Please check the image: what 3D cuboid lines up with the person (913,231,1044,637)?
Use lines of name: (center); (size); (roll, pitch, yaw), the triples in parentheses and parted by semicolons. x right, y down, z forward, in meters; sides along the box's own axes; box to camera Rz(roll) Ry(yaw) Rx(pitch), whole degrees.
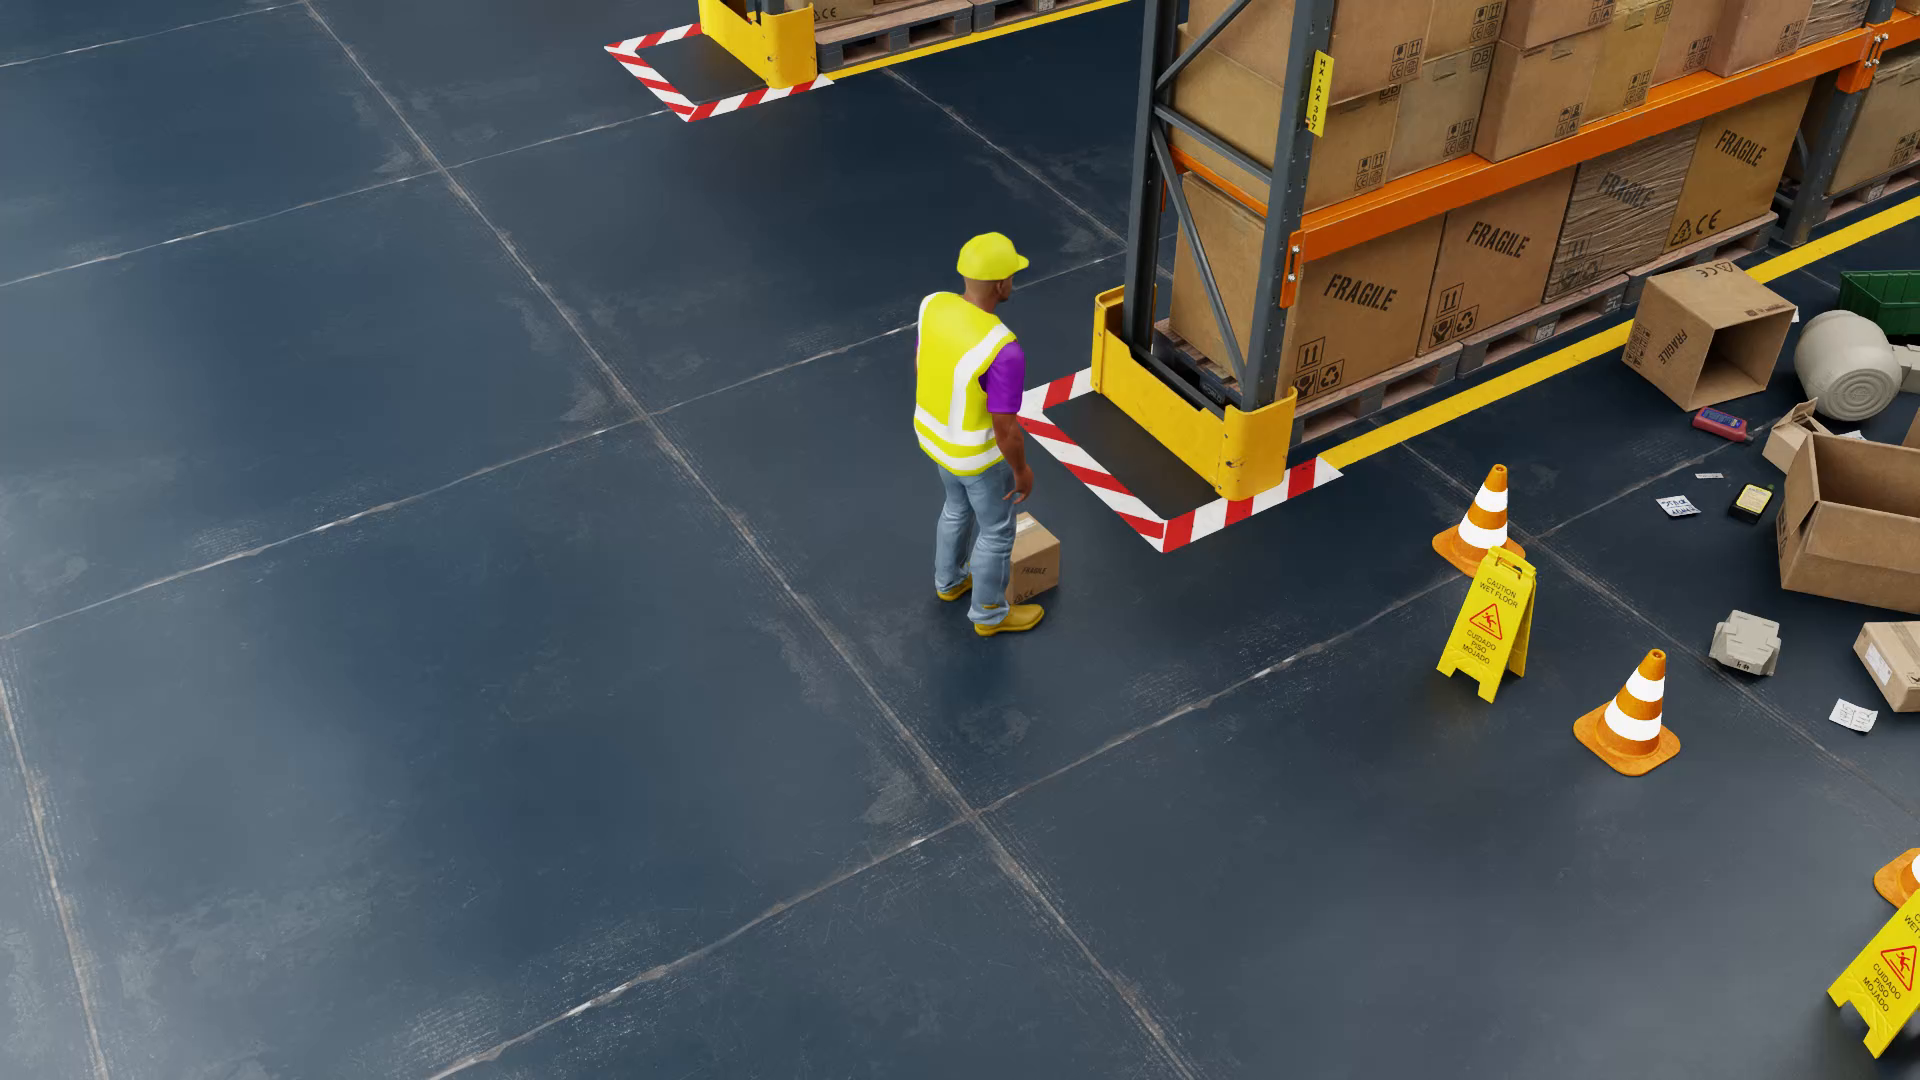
person: (0.068, -0.414, 6.628); (0.460, 1.760, 0.634); (-25, 47, -26)
